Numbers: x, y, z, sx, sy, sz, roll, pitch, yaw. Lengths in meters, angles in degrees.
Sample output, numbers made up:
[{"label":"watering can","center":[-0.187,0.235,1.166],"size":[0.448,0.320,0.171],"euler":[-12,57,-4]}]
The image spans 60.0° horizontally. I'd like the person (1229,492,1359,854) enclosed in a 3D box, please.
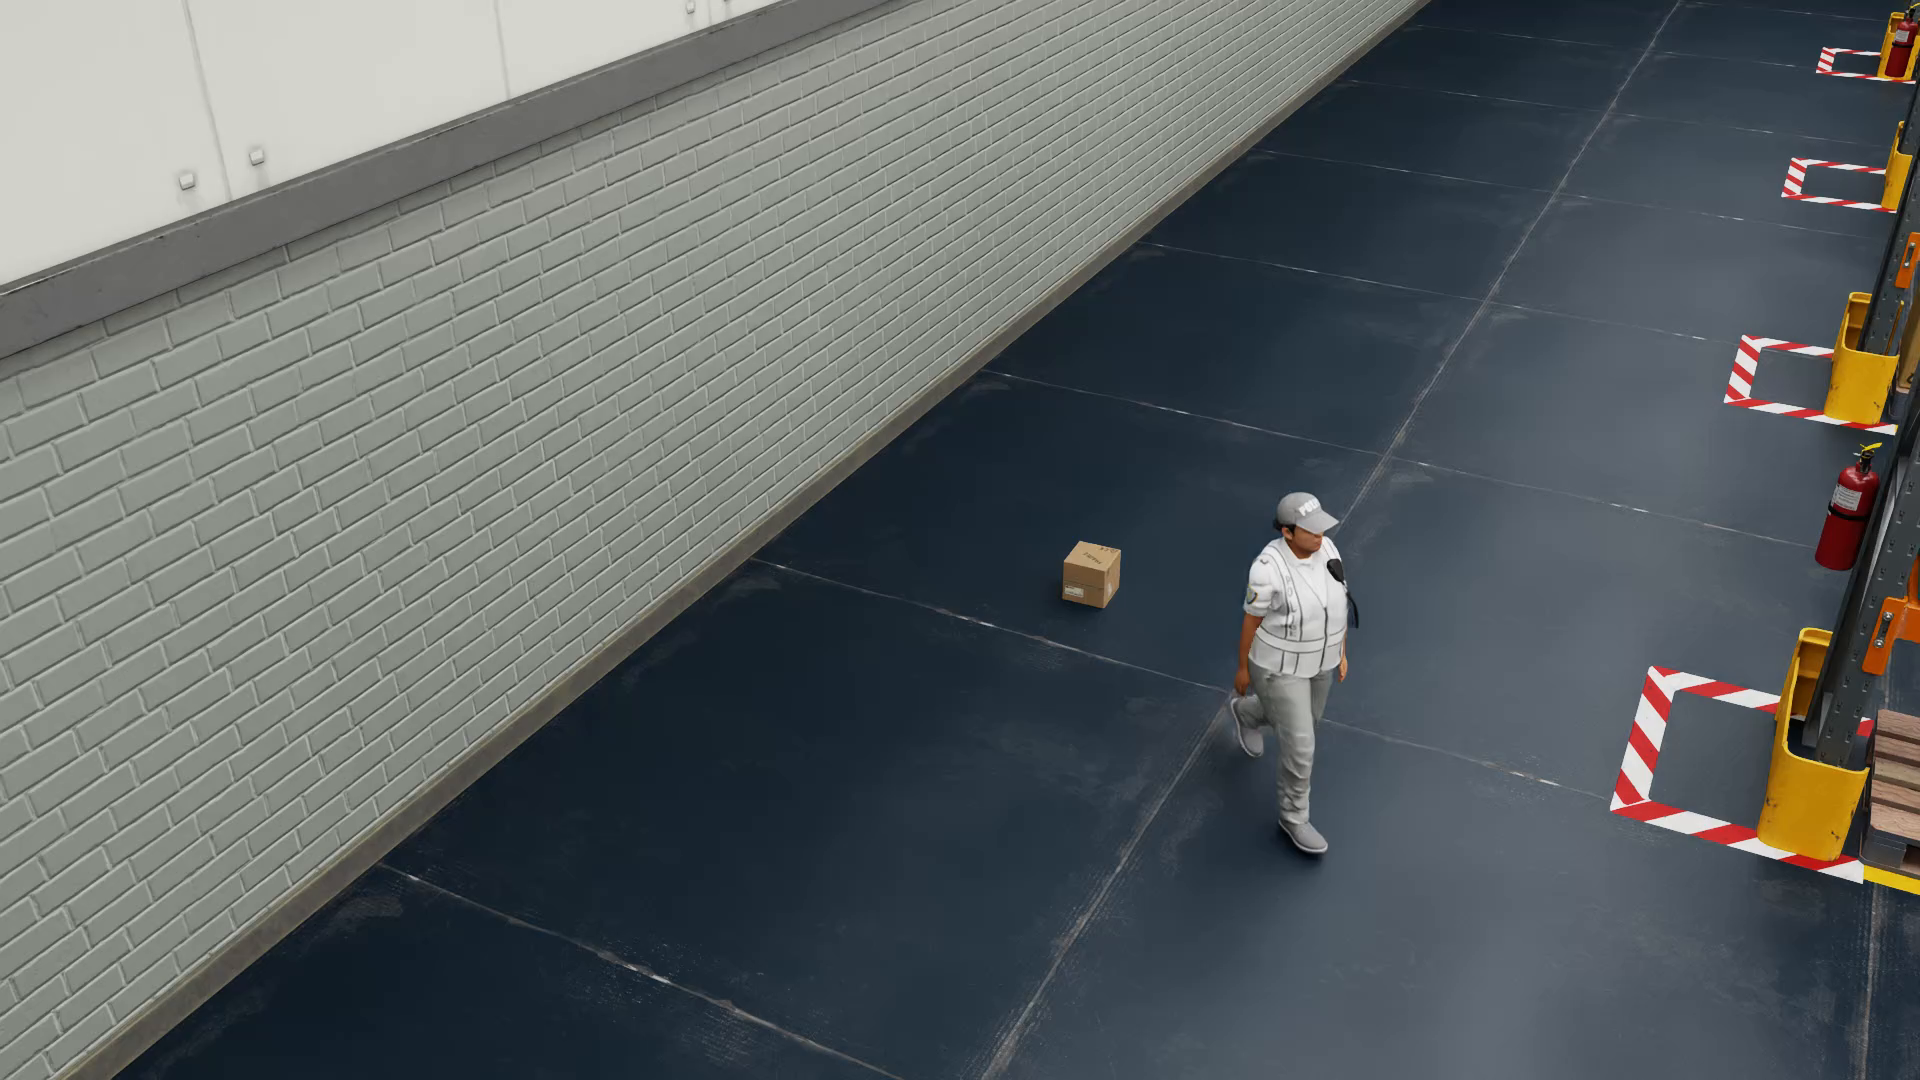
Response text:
[{"label":"person","center":[1.482,0.506,7.407],"size":[0.491,1.615,0.884],"euler":[-18,35,-28]}]
